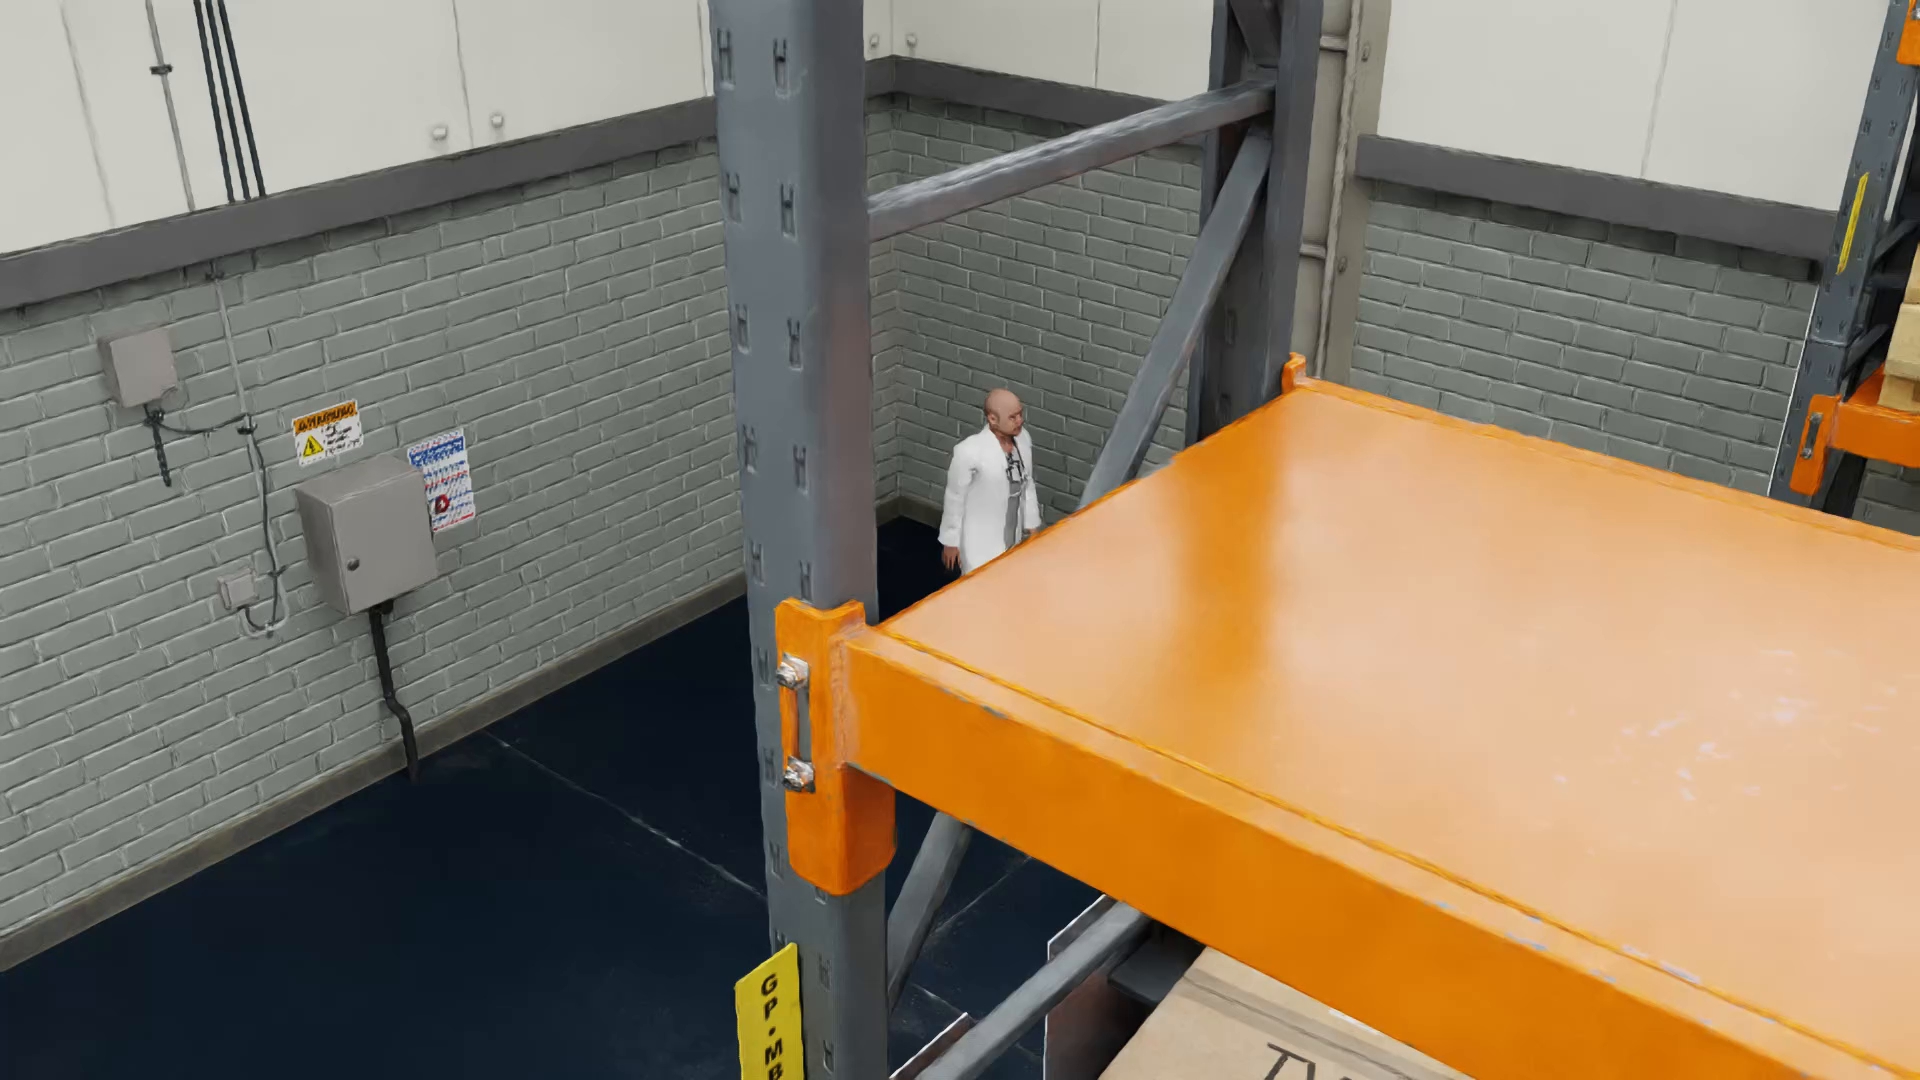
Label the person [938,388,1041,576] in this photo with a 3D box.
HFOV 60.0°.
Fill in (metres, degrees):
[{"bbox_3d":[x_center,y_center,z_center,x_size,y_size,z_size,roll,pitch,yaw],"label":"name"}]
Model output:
[{"bbox_3d":[0.237,0.006,9.028,0.760,1.773,0.577,19,33,33],"label":"person"}]
